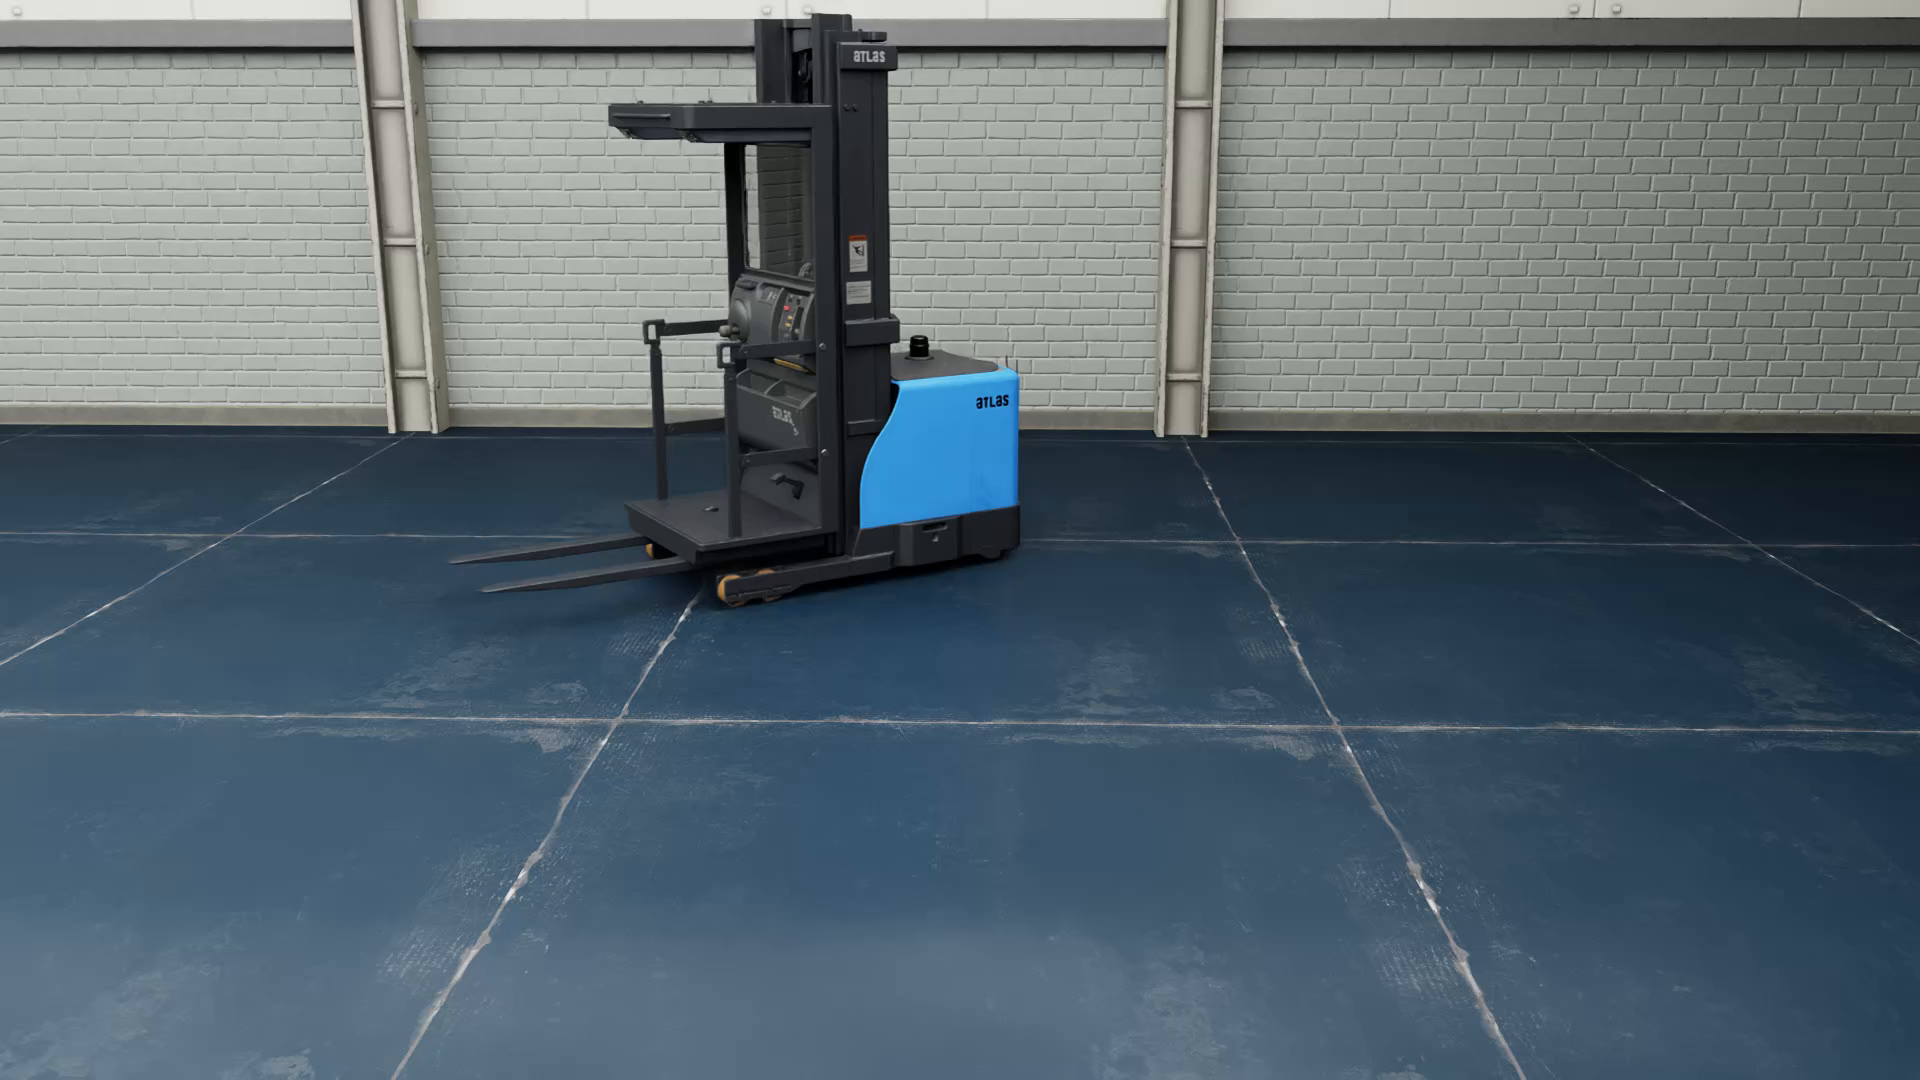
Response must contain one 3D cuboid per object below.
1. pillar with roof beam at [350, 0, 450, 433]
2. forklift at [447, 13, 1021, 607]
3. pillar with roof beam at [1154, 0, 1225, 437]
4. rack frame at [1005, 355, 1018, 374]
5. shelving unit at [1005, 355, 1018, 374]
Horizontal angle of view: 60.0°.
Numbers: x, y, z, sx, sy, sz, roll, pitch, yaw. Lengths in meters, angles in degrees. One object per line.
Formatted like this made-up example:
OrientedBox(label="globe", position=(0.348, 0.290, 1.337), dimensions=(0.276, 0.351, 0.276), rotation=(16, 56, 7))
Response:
OrientedBox(label="pillar with roof beam", position=(-4.383, -4.129, 7.849), dimensions=(0.400, 9.000, 9.100), rotation=(0, 15, 1))
OrientedBox(label="forklift", position=(-1.180, -1.226, 8.743), dimensions=(3.031, 2.935, 1.130), rotation=(-9, 17, -31))
OrientedBox(label="pillar with roof beam", position=(1.615, -4.090, 7.701), dimensions=(0.400, 9.000, 9.100), rotation=(0, 15, 1))
OrientedBox(label="rack frame", position=(0.305, -0.572, 9.950), dimensions=(0.008, 1.050, 0.200), rotation=(-5, 15, -17))
OrientedBox(label="shelving unit", position=(0.188, -0.562, 9.914), dimensions=(0.252, 1.050, 0.215), rotation=(-5, 15, -17))
